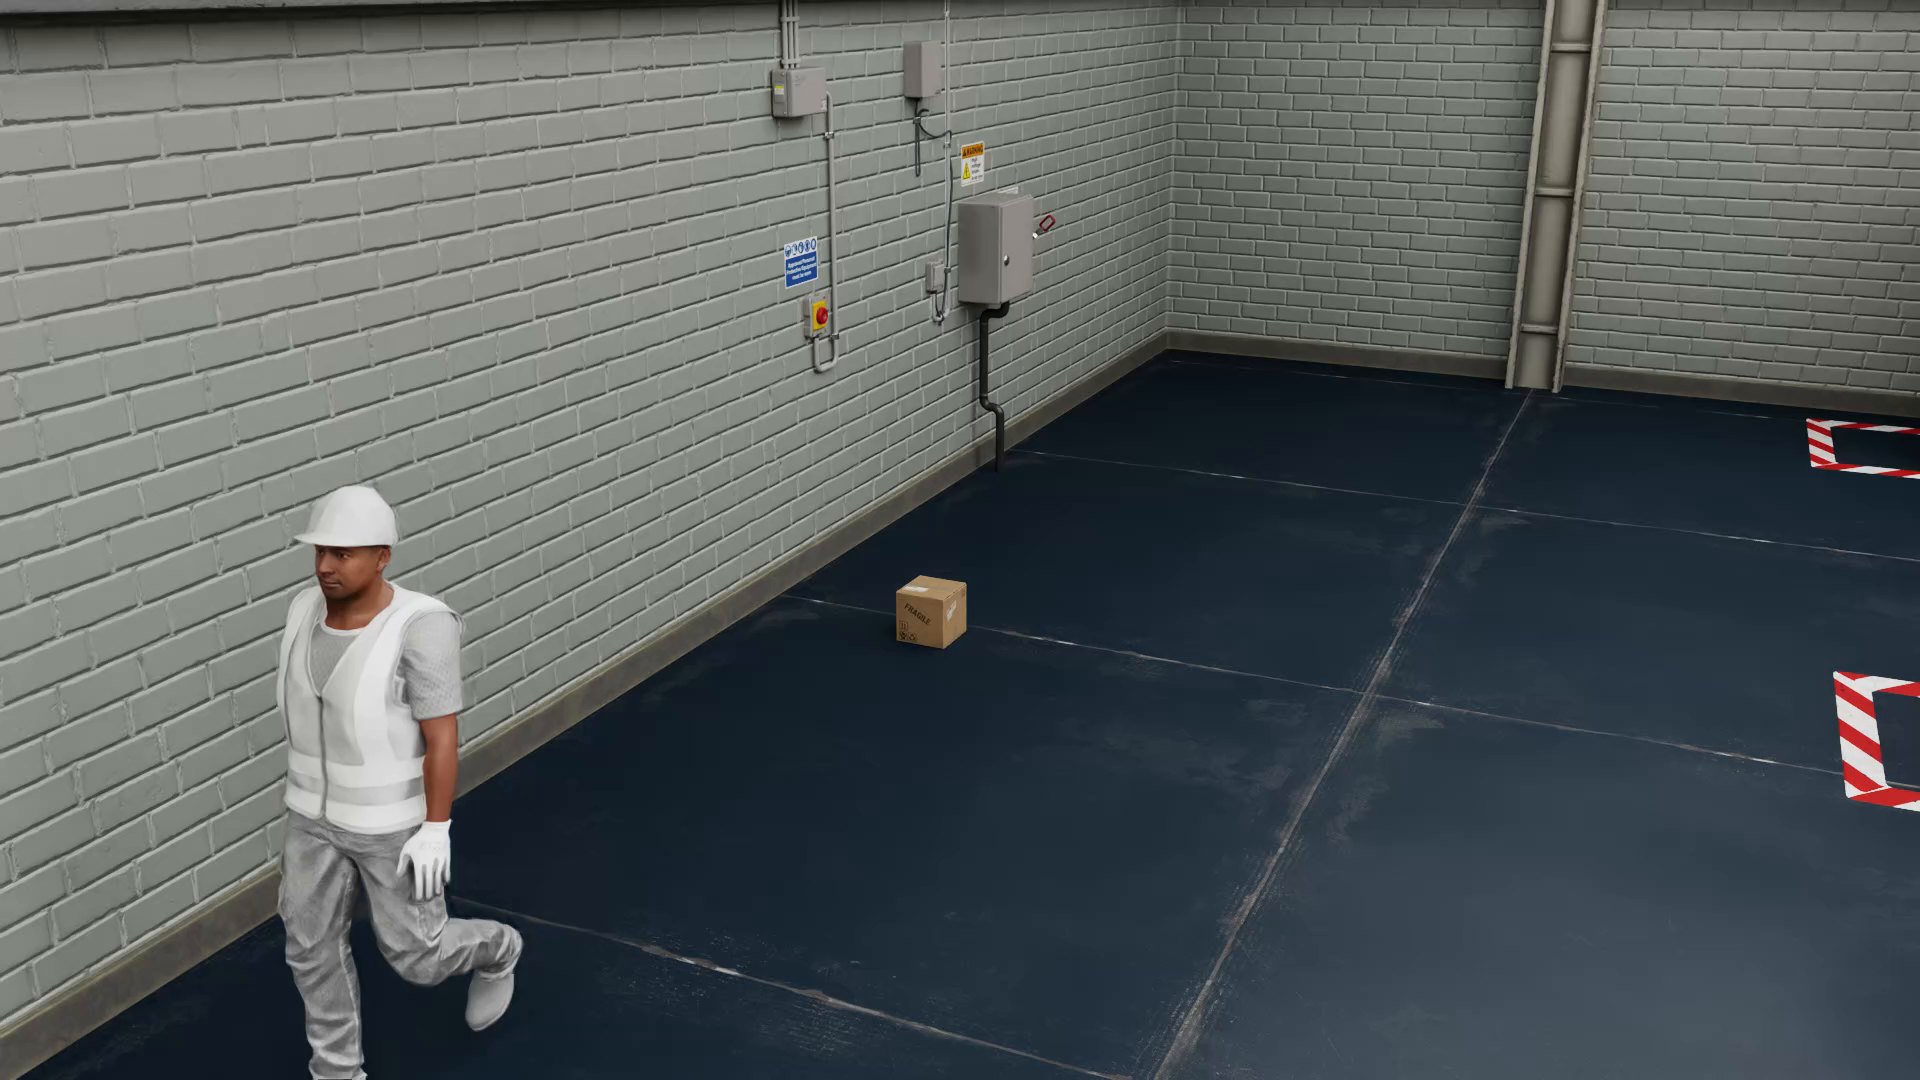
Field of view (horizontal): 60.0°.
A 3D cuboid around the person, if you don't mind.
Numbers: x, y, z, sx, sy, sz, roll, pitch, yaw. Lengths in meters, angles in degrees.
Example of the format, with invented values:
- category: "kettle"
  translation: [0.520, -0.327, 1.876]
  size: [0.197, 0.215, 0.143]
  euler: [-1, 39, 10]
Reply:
- category: "person"
  translation: [-1.557, 0.707, 4.445]
  size: [0.571, 1.761, 0.812]
  euler: [7, 20, 19]
